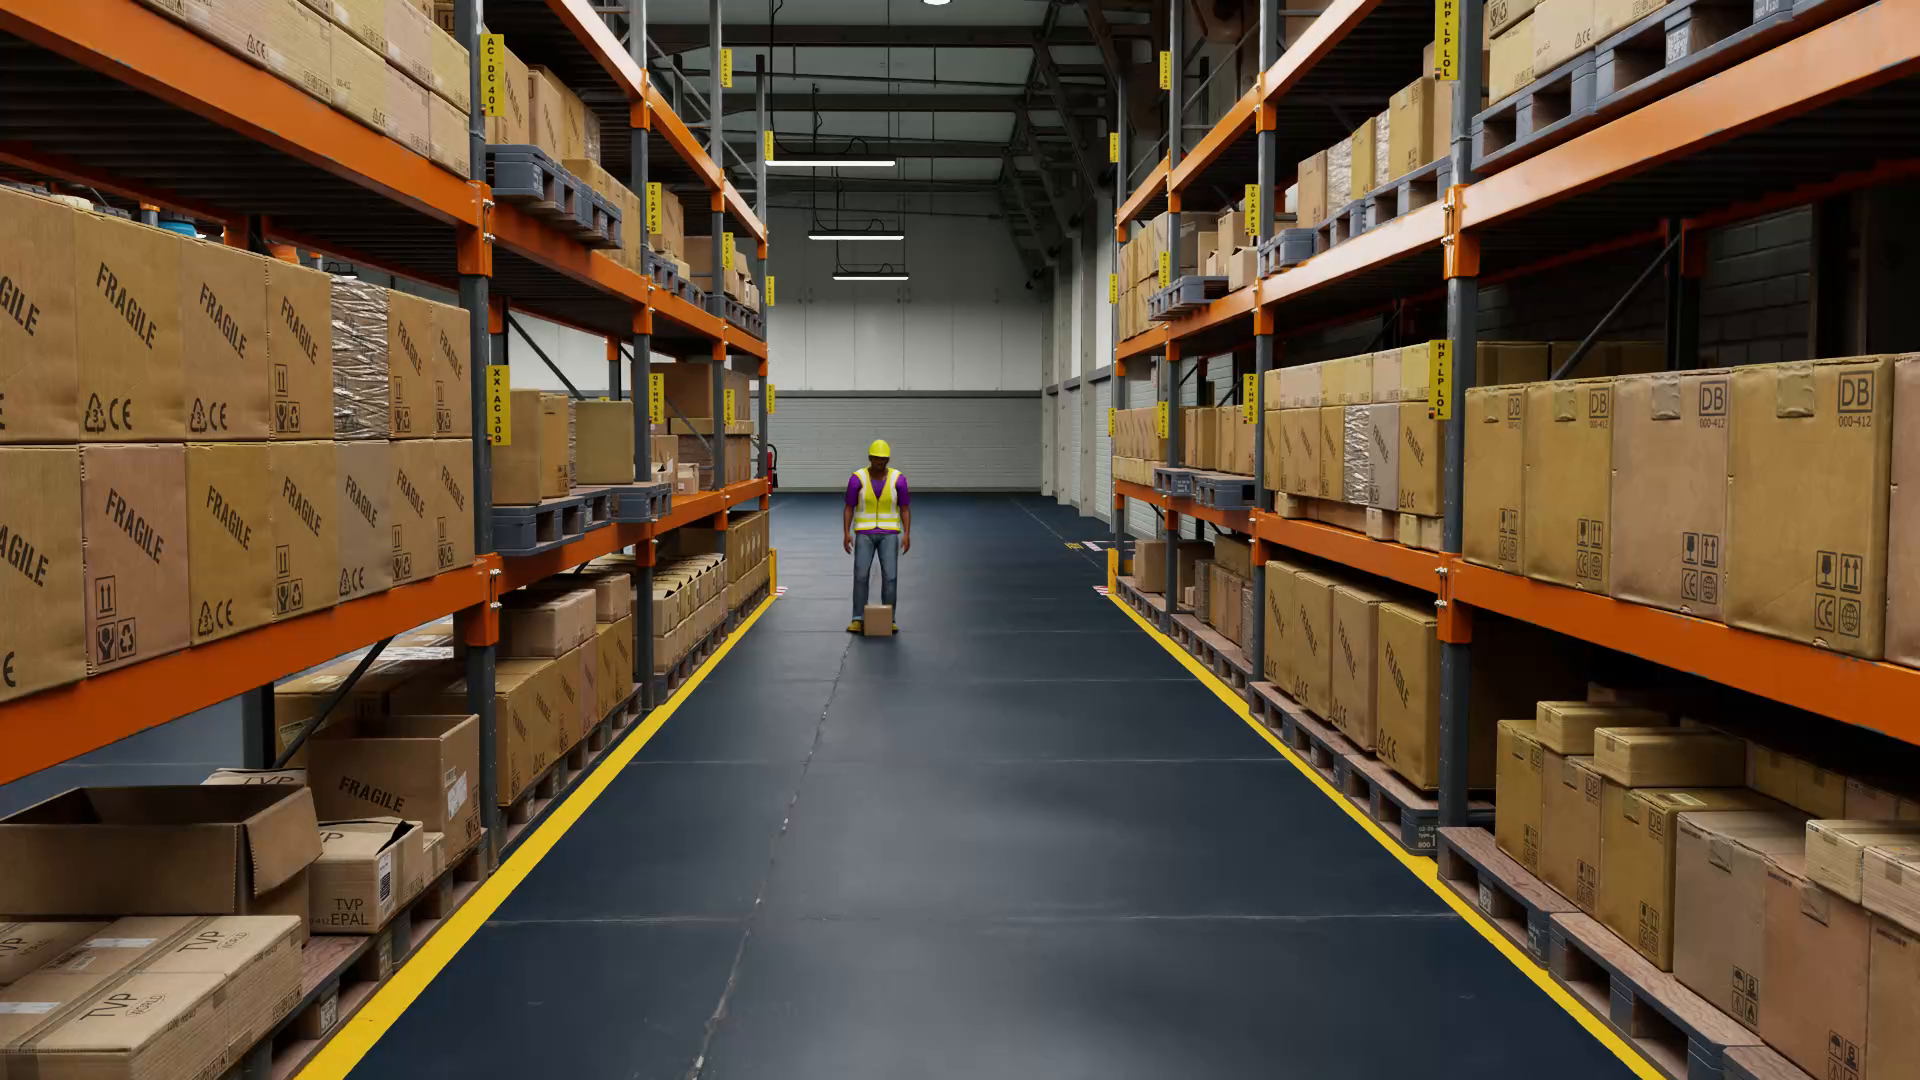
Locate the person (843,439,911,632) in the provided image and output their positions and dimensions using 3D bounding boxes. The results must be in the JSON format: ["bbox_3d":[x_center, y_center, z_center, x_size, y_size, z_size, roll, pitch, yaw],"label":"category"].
[{"bbox_3d":[-0.758,-0.040,15.220,0.621,1.759,0.461,0,4,-4],"label":"person"}]
